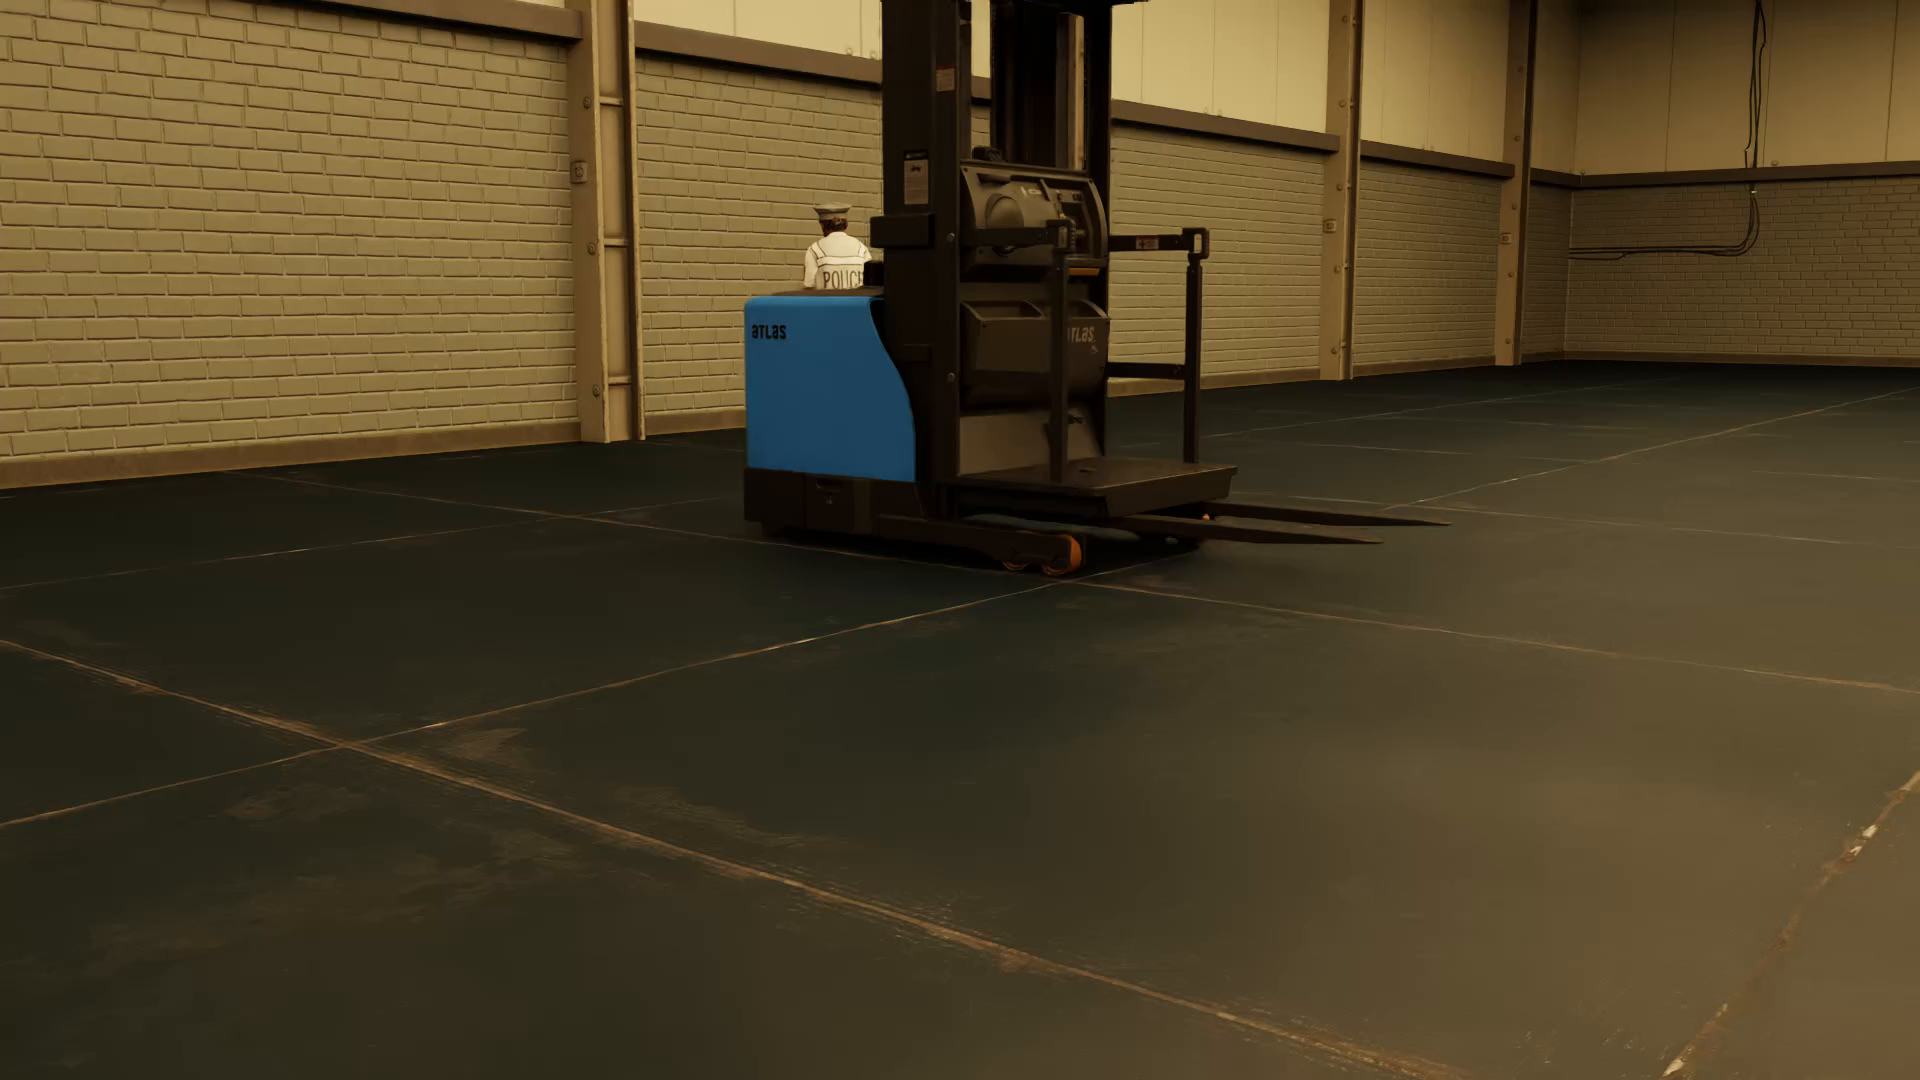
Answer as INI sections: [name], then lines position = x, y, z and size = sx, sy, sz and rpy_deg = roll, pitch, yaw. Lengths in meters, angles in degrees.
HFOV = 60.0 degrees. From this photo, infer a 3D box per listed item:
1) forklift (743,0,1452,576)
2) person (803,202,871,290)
[forklift]
position = 0.482, -1.396, 6.820
size = 3.031, 2.935, 1.130
rpy_deg = 7, 11, 38
[person]
position = -0.738, -1.269, 10.374
size = 0.516, 1.653, 0.397
rpy_deg = -2, 9, -14
